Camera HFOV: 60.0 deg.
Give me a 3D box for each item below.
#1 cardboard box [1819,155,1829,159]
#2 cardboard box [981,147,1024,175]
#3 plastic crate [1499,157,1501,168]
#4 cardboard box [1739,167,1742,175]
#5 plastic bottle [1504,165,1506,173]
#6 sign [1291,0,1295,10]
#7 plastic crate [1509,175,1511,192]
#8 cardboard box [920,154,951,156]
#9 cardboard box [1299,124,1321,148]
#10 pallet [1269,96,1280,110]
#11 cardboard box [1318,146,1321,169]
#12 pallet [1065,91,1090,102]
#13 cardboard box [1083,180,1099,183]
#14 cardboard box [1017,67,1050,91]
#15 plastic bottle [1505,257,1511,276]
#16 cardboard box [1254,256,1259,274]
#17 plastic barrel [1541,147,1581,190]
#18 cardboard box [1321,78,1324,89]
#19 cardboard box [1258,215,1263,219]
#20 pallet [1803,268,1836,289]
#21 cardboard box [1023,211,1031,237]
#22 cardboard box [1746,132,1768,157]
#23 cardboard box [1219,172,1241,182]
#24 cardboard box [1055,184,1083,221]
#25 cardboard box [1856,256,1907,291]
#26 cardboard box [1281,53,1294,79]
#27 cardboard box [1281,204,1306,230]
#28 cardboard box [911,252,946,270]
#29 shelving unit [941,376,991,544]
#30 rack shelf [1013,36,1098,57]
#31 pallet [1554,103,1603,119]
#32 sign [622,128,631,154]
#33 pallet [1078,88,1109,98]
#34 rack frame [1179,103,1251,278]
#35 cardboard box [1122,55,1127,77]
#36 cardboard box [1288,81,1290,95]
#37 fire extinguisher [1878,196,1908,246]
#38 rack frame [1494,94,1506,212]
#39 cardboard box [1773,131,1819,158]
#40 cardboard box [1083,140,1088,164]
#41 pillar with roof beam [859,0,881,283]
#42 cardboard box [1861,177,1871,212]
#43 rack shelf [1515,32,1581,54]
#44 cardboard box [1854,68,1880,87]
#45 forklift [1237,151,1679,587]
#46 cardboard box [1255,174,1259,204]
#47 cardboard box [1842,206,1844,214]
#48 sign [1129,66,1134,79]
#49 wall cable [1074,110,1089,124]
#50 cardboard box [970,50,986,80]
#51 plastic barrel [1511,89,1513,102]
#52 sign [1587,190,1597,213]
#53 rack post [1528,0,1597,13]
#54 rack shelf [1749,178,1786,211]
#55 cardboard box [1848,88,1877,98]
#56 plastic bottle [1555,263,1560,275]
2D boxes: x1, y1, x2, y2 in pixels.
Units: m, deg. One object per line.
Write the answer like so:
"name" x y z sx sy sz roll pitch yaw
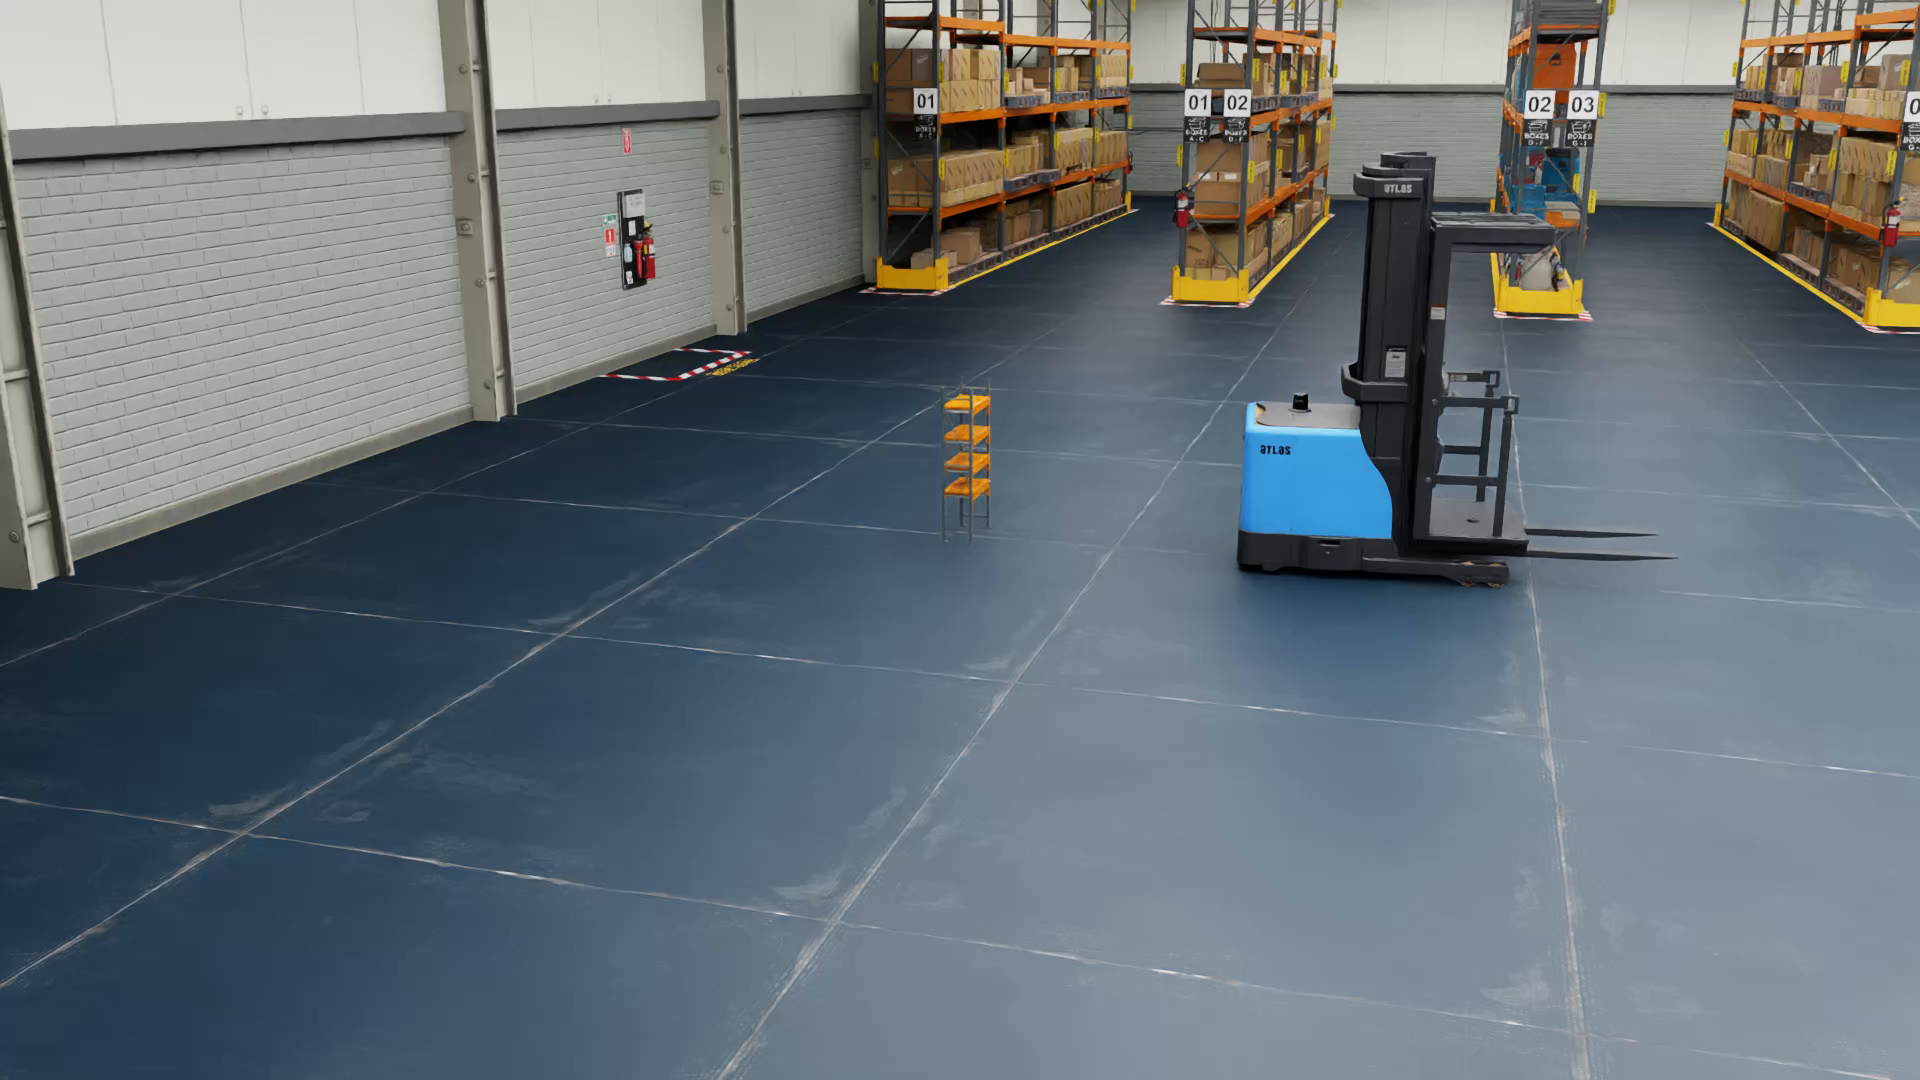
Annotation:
"cardboard box" 15.526 -6.508 29.325 0.700 0.500 0.500 7 17 24
"cardboard box" 0.820 -7.373 32.336 0.700 0.500 0.500 7 17 24
"plastic crate" 12.383 -8.520 37.566 0.416 0.233 0.300 5 16 16
"cardboard box" 16.978 -7.923 35.727 0.380 0.149 0.250 4 16 15
"plastic bottle" 11.491 -7.740 34.847 0.152 0.276 0.135 5 16 16
"sign" 7.960 -12.834 39.729 0.100 0.325 0.005 5 16 16
"plastic crate" 9.833 -6.199 29.216 0.392 0.384 0.575 5 16 16
"cardboard box" -0.449 -6.452 28.943 0.500 0.500 0.500 5 17 17
"cardboard box" 7.747 -9.002 37.056 0.500 0.500 0.500 5 17 17
"pallet" 5.308 -7.862 29.903 0.805 0.209 1.217 4 16 14
"cardboard box" 7.892 -8.666 37.703 0.500 0.500 0.500 5 17 17
"pallet" 2.380 -9.862 36.957 0.805 0.209 1.217 4 16 14
"cardboard box" 3.184 -8.706 40.648 0.380 0.149 0.250 5 17 17
"cardboard box" 1.537 -9.540 34.481 0.700 0.500 0.500 3 16 12
"plastic bottle" 9.017 -4.491 27.216 0.144 0.351 0.185 4 16 15
"cardboard box" 4.727 -4.627 27.914 0.500 0.250 0.500 5 16 16
"plastic barrel" 10.218 -6.213 28.317 0.600 0.901 0.708 5 16 16
"cardboard box" 7.860 -10.222 37.233 0.500 0.250 0.500 5 16 16
"cardboard box" 5.635 -6.222 32.510 0.500 0.311 0.500 4 16 14
"pallet" 14.787 -4.372 27.856 1.003 0.211 1.213 5 16 16
"cardboard box" 1.044 -6.399 33.669 0.700 0.500 0.500 5 16 16
"cardboard box" 16.861 -8.306 34.972 0.500 0.500 0.500 5 17 16
"cardboard box" 4.251 -5.678 25.981 0.380 0.149 0.250 5 16 15
"cardboard box" 2.283 -7.510 36.979 0.750 0.750 0.750 5 17 18
"cardboard box" 14.158 -4.089 25.559 0.500 0.500 0.500 3 16 11
"cardboard box" 6.337 -9.411 33.000 0.500 0.500 0.500 5 16 16
"cardboard box" 7.044 -6.837 35.210 0.500 0.500 0.500 4 16 14
"cardboard box" -0.534 -4.708 28.051 0.500 0.311 0.500 3 16 10
"shelving unit" 0.047 -0.621 12.818 0.258 1.200 0.503 5 16 16
"rack shelf" 2.025 -10.579 35.688 1.077 0.370 4.000 5 16 16
"pallet" 9.010 -6.408 24.775 1.003 0.211 1.213 5 16 16
"sign" -3.989 -4.773 19.913 0.001 0.298 0.199 5 16 16
"pallet" 2.836 -10.369 38.554 1.003 0.211 1.213 5 16 16
"rack frame" 3.933 -5.232 25.780 1.000 3.000 0.127 5 16 16
"cardboard box" 3.783 -11.571 40.577 0.500 0.500 0.500 5 16 16
"cardboard box" 6.132 -8.775 32.279 0.500 0.250 0.500 3 16 12
"fire extinguisher" 12.956 -4.432 23.099 0.296 0.674 0.183 5 16 16
"rack frame" 13.228 -9.033 39.180 1.000 3.000 0.127 5 16 16
"cardboard box" 16.461 -7.787 32.765 0.797 0.503 0.637 5 17 16
"cardboard box" 2.568 -8.681 37.174 0.500 0.500 0.500 5 17 16
"pillar with roof beam" 2.680 -8.418 26.017 9.100 9.000 0.400 5 16 16
"cardboard box" 13.823 -5.064 24.457 0.875 0.500 0.500 5 16 16
"rack shelf" 10.387 -8.765 29.290 1.077 0.370 4.000 5 16 16
"cardboard box" 14.795 -7.320 26.683 0.797 0.503 0.637 4 16 13
"forklift" 3.574 -1.235 11.813 3.031 2.935 1.130 3 16 10
"cardboard box" 4.660 -5.941 28.095 0.700 0.500 0.500 5 17 17
"cardboard box" 14.027 -5.158 25.977 0.380 0.149 0.250 5 16 16
"sign" 4.246 -11.587 41.208 0.100 0.325 0.005 5 16 16
"wall cable" 3.187 -10.699 43.190 0.084 1.984 1.851 5 16 16
"cardboard box" 0.153 -8.210 28.729 0.500 0.500 0.500 4 16 14
"plastic barrel" 10.573 -8.380 31.174 0.421 0.512 0.421 0 16 0
"sign" 9.208 -4.937 24.230 0.100 0.325 0.005 5 16 16
"rack post" 9.202 -8.206 25.409 0.937 0.300 0.954 4 16 15
"rack shelf" 16.272 -6.733 32.390 1.077 0.370 4.000 5 16 16
"cardboard box" 14.179 -7.011 26.099 0.380 0.149 0.250 4 16 14
"plastic bottle" 9.621 -4.312 26.730 0.097 0.271 0.097 0 16 0
